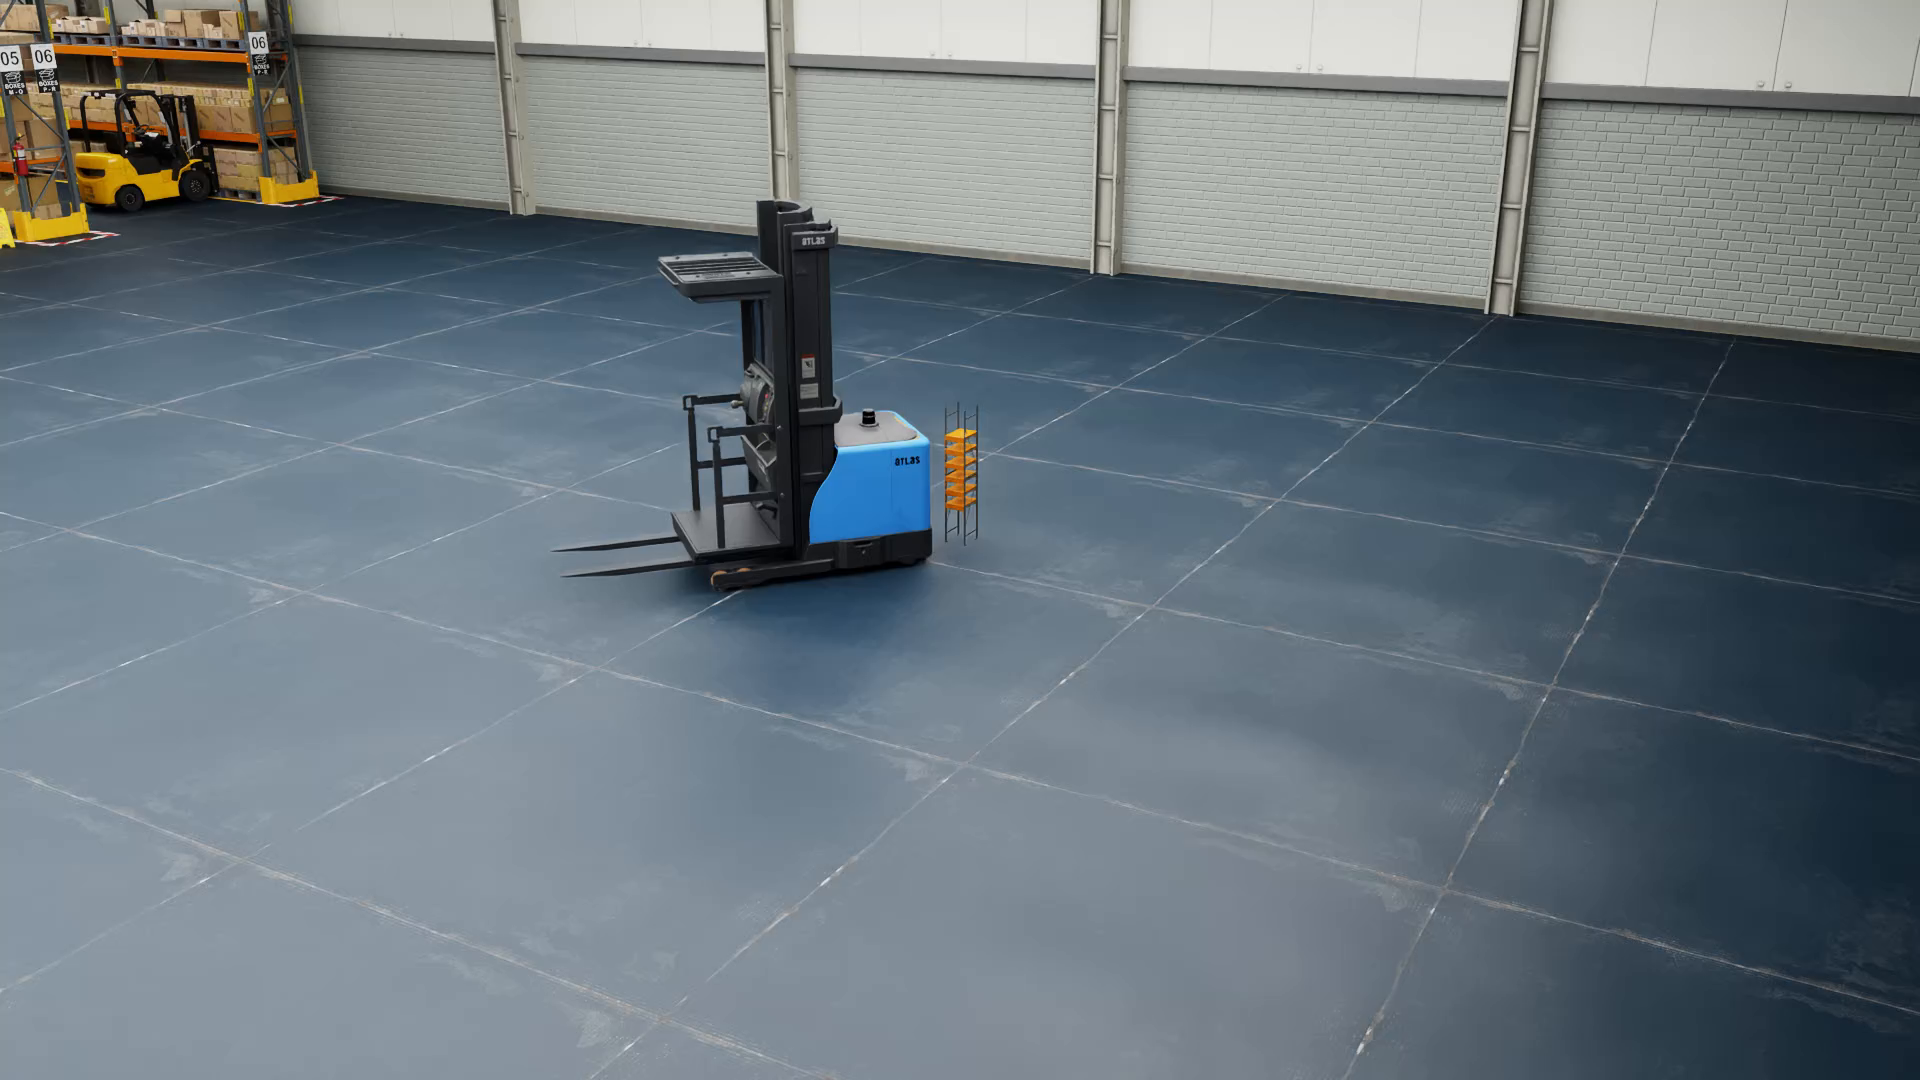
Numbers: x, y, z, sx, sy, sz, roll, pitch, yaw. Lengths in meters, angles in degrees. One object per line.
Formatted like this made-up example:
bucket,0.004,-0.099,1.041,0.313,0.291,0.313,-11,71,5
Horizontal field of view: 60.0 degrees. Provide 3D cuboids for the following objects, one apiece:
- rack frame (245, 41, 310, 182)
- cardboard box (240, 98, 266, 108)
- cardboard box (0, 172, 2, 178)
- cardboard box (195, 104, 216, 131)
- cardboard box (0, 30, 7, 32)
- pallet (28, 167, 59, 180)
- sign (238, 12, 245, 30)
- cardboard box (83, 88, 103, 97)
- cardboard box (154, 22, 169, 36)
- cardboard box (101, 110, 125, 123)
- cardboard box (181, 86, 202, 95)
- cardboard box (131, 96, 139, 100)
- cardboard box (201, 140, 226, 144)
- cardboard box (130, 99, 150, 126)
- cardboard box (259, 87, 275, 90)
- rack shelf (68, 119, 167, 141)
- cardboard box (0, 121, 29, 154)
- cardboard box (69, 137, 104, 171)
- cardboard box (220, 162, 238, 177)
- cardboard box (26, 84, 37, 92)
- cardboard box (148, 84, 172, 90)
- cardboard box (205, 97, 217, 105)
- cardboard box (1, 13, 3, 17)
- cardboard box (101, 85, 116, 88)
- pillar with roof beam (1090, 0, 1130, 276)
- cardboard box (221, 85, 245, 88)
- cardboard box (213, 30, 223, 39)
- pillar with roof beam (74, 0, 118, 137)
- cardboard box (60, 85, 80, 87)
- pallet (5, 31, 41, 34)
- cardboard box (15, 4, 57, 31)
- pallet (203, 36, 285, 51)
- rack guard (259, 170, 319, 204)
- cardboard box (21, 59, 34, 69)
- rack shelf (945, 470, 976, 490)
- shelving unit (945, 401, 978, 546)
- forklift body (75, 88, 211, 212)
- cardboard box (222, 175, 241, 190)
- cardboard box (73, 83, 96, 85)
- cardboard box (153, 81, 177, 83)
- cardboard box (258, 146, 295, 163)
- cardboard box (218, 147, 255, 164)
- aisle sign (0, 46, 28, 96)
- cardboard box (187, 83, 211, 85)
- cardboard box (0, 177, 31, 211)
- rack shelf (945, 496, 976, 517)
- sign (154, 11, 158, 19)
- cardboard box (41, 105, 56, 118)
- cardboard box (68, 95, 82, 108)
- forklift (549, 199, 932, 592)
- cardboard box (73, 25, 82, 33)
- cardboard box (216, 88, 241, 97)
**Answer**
rack frame,-13.285,-8.166,32.478,0.127,3.000,1.000,11,23,27
cardboard box,-13.724,-8.492,32.279,0.250,0.149,0.380,11,23,28
cardboard box,-16.882,-6.347,28.828,0.250,0.149,0.380,12,23,29
cardboard box,-14.739,-8.391,32.951,0.500,0.500,0.500,10,22,26
cardboard box,-20.836,-10.849,35.696,0.500,0.250,0.500,10,22,26
pallet,-19.570,-8.037,36.212,1.213,0.211,1.003,11,23,27
sign,-13.562,-9.796,31.390,0.005,0.325,0.100,11,23,27
cardboard box,-17.900,-9.272,34.429,0.250,0.149,0.380,10,22,26
cardboard box,-15.630,-10.085,32.805,0.258,0.266,0.396,10,22,26
cardboard box,-17.345,-8.767,34.354,0.500,0.250,0.500,11,23,29
cardboard box,-15.254,-8.955,33.118,0.250,0.149,0.380,11,23,28
cardboard box,-16.627,-9.052,33.822,0.250,0.149,0.380,10,22,26
cardboard box,-15.369,-8.014,34.009,0.500,0.250,0.500,11,23,28
cardboard box,-16.517,-8.727,33.877,0.500,0.500,0.500,10,22,26
cardboard box,-13.676,-8.840,32.802,0.250,0.149,0.380,12,23,29
rack shelf,-18.523,-8.826,35.351,4.000,0.370,1.077,11,23,27
cardboard box,-16.311,-6.883,28.357,0.500,0.500,0.500,10,22,26
cardboard box,-18.569,-8.251,35.580,0.625,0.625,0.875,10,22,25
cardboard box,-14.295,-7.380,32.995,0.500,0.250,0.500,11,22,27
cardboard box,-19.664,-9.628,35.412,0.250,0.149,0.380,11,23,29
cardboard box,-16.144,-9.125,33.588,0.250,0.149,0.380,10,22,26
cardboard box,-14.626,-8.662,32.748,0.250,0.149,0.380,10,22,26
cardboard box,-20.456,-11.307,35.937,0.250,0.149,0.380,10,22,25
cardboard box,-17.844,-9.493,35.037,0.250,0.149,0.380,11,23,27
pillar with roof beam,0.161,-7.095,20.728,0.400,9.000,9.100,11,23,27
cardboard box,-14.556,-9.025,33.313,0.250,0.149,0.380,10,22,26
cardboard box,-14.157,-9.750,32.051,0.250,0.149,0.380,10,22,26
pillar with roof beam,-20.791,-11.086,31.731,0.400,9.000,9.100,11,23,27
cardboard box,-18.729,-9.482,35.007,0.250,0.149,0.380,11,23,27
pallet,-19.633,-10.731,35.428,1.003,0.211,1.213,12,23,30
cardboard box,-19.266,-10.951,34.847,0.500,0.500,0.700,10,22,26
pallet,-13.890,-9.660,32.327,1.213,0.211,1.003,11,23,27
rack guard,-13.264,-6.987,32.893,0.348,0.500,1.175,11,23,27
cardboard box,-15.834,-8.131,28.352,0.250,0.149,0.380,11,23,27
rack shelf,0.013,-0.520,14.169,0.180,0.103,0.258,11,23,27
shelving unit,0.013,-0.562,14.154,0.189,1.200,0.258,11,23,27
forklift body,-15.830,-7.539,31.995,1.214,2.155,2.313,11,23,27
cardboard box,-14.279,-7.140,33.067,0.500,0.250,0.500,11,23,27
cardboard box,-18.710,-9.680,35.553,0.250,0.149,0.380,10,22,26
cardboard box,-16.351,-9.360,34.235,0.250,0.149,0.380,11,23,27
cardboard box,-13.612,-7.677,33.080,0.500,0.250,0.500,10,22,26
cardboard box,-14.288,-7.608,32.889,0.500,0.250,0.500,11,23,28
aisle sign,-15.790,-7.813,27.693,0.004,0.787,0.394,11,23,27
cardboard box,-15.449,-9.194,33.777,0.250,0.149,0.380,10,22,26
cardboard box,-16.529,-6.001,28.825,0.500,0.500,0.500,11,23,28
rack shelf,0.013,-0.294,14.251,0.180,0.103,0.258,11,23,27
sign,-16.508,-10.687,34.155,0.005,0.325,0.100,11,23,27
cardboard box,-19.111,-9.111,35.302,0.500,0.250,0.500,10,22,26
cardboard box,-18.227,-9.171,34.736,0.500,0.250,0.500,11,23,28
forklift,-1.804,-1.169,13.289,3.031,2.935,1.130,-7,21,-19
cardboard box,-17.885,-10.460,34.009,0.250,0.149,0.380,11,23,27
cardboard box,-14.354,-8.785,32.651,0.250,0.149,0.380,11,23,28
